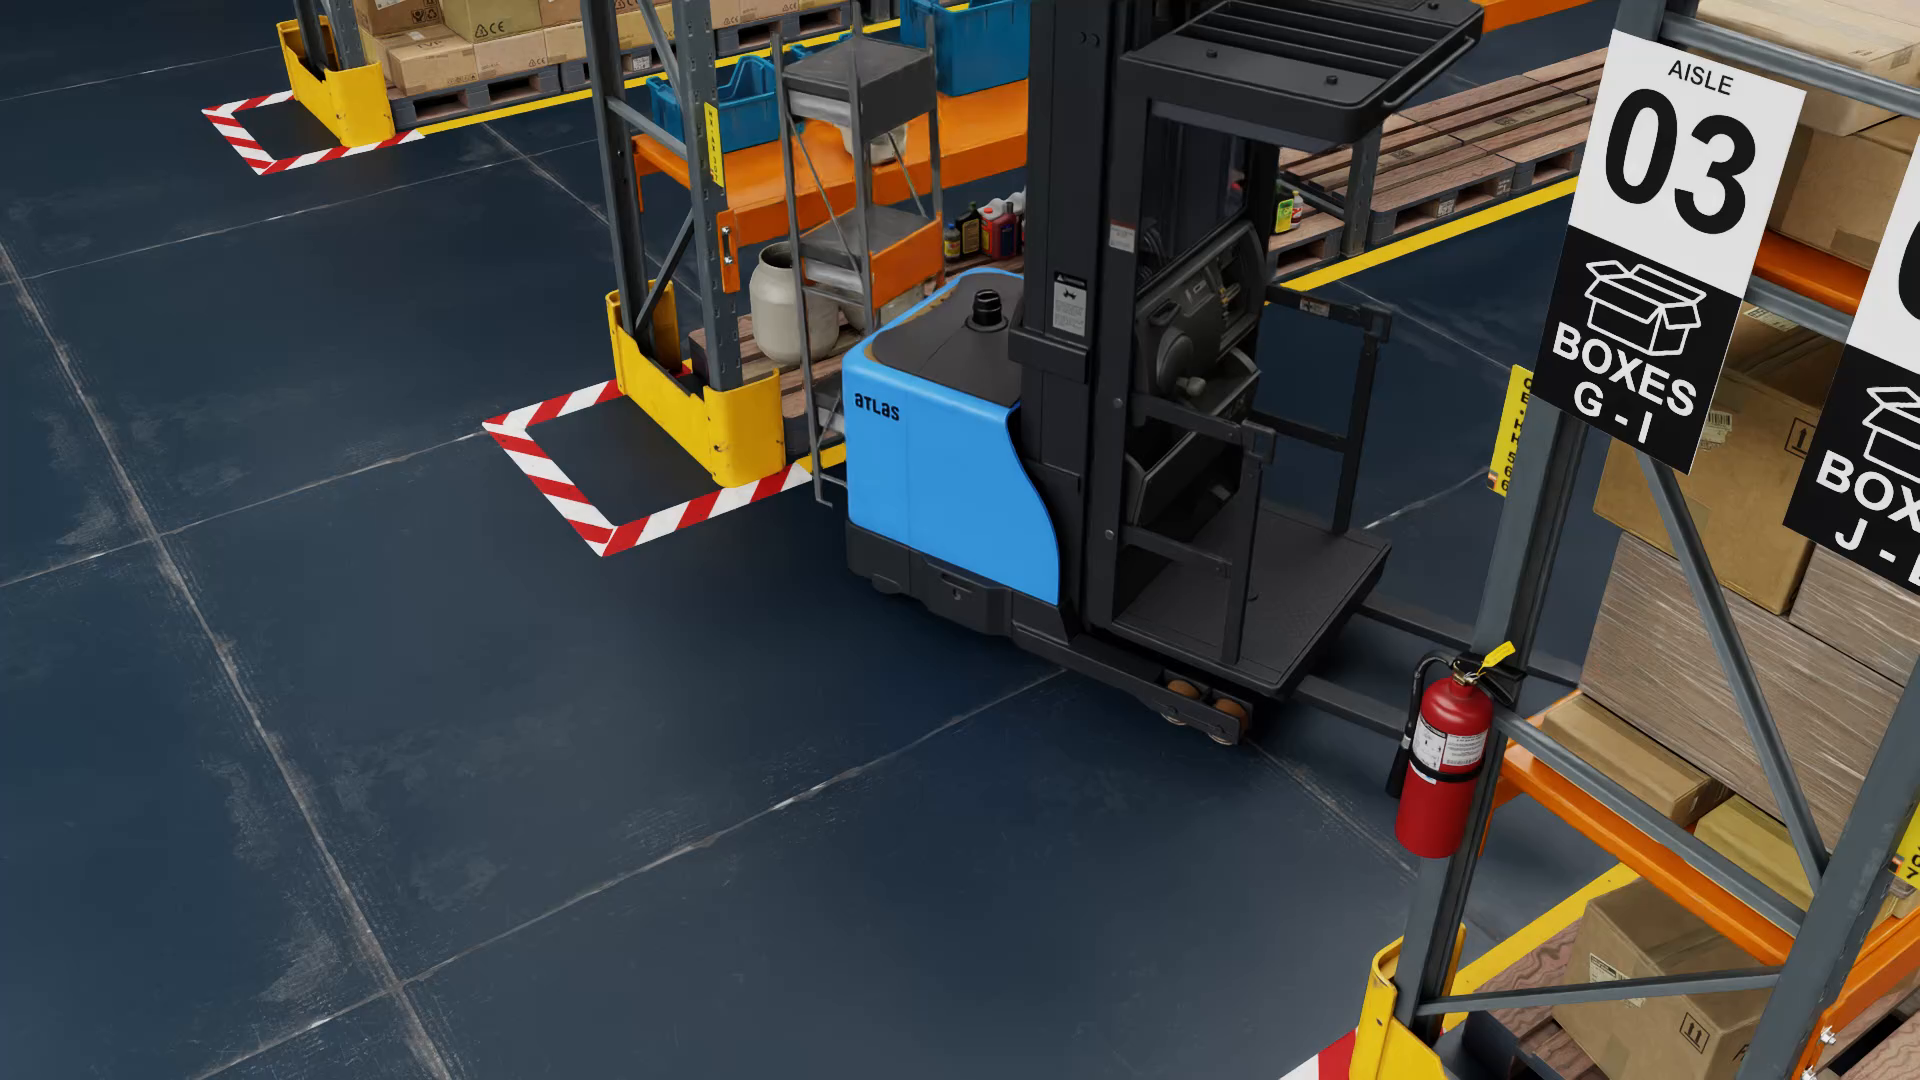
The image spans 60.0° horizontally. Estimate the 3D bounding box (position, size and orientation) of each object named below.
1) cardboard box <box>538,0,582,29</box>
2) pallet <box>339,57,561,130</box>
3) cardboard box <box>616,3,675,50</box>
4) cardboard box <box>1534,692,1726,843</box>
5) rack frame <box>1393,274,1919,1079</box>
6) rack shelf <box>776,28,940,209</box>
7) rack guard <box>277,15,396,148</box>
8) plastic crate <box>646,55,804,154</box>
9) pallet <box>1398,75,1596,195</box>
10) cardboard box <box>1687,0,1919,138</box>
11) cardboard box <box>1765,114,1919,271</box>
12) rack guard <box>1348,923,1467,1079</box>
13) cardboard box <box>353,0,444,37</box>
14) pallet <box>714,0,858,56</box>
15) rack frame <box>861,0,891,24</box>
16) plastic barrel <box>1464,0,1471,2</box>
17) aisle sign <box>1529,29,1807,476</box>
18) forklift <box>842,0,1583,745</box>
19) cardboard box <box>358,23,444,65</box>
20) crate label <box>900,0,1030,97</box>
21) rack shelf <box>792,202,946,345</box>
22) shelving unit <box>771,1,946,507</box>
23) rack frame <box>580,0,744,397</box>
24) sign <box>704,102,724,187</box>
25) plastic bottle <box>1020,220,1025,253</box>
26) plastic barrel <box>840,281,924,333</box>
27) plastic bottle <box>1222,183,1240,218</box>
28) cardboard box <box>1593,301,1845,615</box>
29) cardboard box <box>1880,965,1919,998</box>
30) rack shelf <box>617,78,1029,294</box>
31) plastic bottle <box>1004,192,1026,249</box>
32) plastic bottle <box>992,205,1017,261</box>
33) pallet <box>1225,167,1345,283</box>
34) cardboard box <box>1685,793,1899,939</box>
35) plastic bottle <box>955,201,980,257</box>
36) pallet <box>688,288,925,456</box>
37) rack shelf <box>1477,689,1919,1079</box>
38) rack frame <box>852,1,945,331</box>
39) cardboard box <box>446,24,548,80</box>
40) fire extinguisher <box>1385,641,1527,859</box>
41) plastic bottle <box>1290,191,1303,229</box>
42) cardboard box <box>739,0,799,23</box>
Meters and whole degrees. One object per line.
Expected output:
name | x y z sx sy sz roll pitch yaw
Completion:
cardboard box | -2.769 -3.869 11.414 0.500 0.500 0.500 -22 41 -28
pallet | -3.544 -3.238 11.572 1.213 0.211 1.003 -22 41 -28
cardboard box | -2.351 -3.725 11.856 0.500 0.250 0.500 -22 41 -28
cardboard box | 1.673 0.544 4.140 0.250 0.149 0.380 -22 41 -28
rack frame | 1.559 0.636 3.797 0.127 3.000 1.000 -22 41 -28
rack shelf | -0.396 -1.676 6.588 0.431 0.518 0.480 20 40 30
rack guard | -4.164 -3.070 11.091 0.348 0.500 1.175 -22 41 -28
plastic crate | -1.058 -1.979 7.560 0.616 0.251 0.499 -22 41 -28
pallet | 3.593 -2.637 10.735 1.213 0.211 1.003 -22 41 -28
cardboard box | 1.606 -0.925 3.185 0.250 0.149 0.380 -22 41 -28
cardboard box | 1.807 -0.804 3.359 0.500 0.250 0.500 -21 41 -27
rack guard | 1.621 1.625 4.562 0.348 0.500 1.175 -22 41 -28
cardboard box | -3.878 -3.774 11.282 0.500 0.500 0.500 -22 41 -28
pallet | -1.549 -4.059 12.713 1.213 0.211 1.003 -22 41 -28
rack frame | -0.875 -5.439 12.243 0.127 3.000 1.000 -22 41 -28
plastic barrel | 2.466 -3.262 8.787 0.708 0.901 0.600 -22 41 -28
aisle sign | 1.335 -0.542 3.208 0.004 0.787 0.394 -22 41 -28
forklift | 1.033 -0.784 5.830 3.031 2.935 1.130 21 41 27
cardboard box | -3.877 -3.469 11.499 0.500 0.250 0.500 -22 41 -28
crate label | 0.054 -2.490 8.113 0.616 0.435 0.502 -22 41 -28
rack shelf | -0.374 -1.094 6.977 0.431 0.518 0.480 20 40 30
shelving unit | -0.374 -1.106 6.969 0.431 2.100 0.503 20 40 30
rack frame | -1.294 -1.728 7.083 0.127 3.000 1.000 -22 41 -28
sign | -0.981 -1.576 6.636 0.005 0.325 0.100 -22 41 -28
plastic bottle | 0.377 -1.663 9.012 0.097 0.201 0.097 0 36 0
plastic barrel | -0.391 -1.315 8.280 0.421 0.512 0.421 0 36 0
plastic bottle | 1.458 -1.758 9.017 0.185 0.351 0.144 -25 42 -30
cardboard box | 1.866 -0.234 3.810 0.500 0.500 0.500 -22 41 -28
cardboard box | 2.548 1.061 4.987 0.500 0.500 0.500 -12 37 -16
rack shelf | 0.340 -2.109 8.229 4.000 0.370 1.077 -22 41 -28
plastic bottle | 0.290 -1.746 9.065 0.135 0.276 0.152 -24 42 -29
plastic bottle | 0.238 -1.652 8.927 0.133 0.283 0.061 -22 41 -28
pallet | 1.402 -1.735 9.482 1.213 0.211 1.003 -22 41 -28
cardboard box | 1.929 0.756 3.845 0.250 0.149 0.380 -22 41 -28
plastic bottle | 0.039 -1.679 8.965 0.133 0.283 0.061 -21 41 -27
pallet | -0.592 -0.915 8.341 1.213 0.211 1.003 -22 41 -28
rack shelf | 3.194 0.255 4.942 4.000 0.370 1.077 -22 41 -28
rack frame | -0.232 -1.220 7.131 0.400 2.100 0.015 20 40 30
cardboard box | -3.172 -3.392 11.392 0.500 0.250 0.500 -22 41 -28
fire extinguisher | 1.200 0.486 4.072 0.183 0.674 0.296 -22 41 -28
plastic bottle | 1.858 -1.845 9.266 0.097 0.201 0.097 0 36 0
cardboard box | -1.543 -4.069 12.334 0.500 0.250 0.500 -22 41 -28
